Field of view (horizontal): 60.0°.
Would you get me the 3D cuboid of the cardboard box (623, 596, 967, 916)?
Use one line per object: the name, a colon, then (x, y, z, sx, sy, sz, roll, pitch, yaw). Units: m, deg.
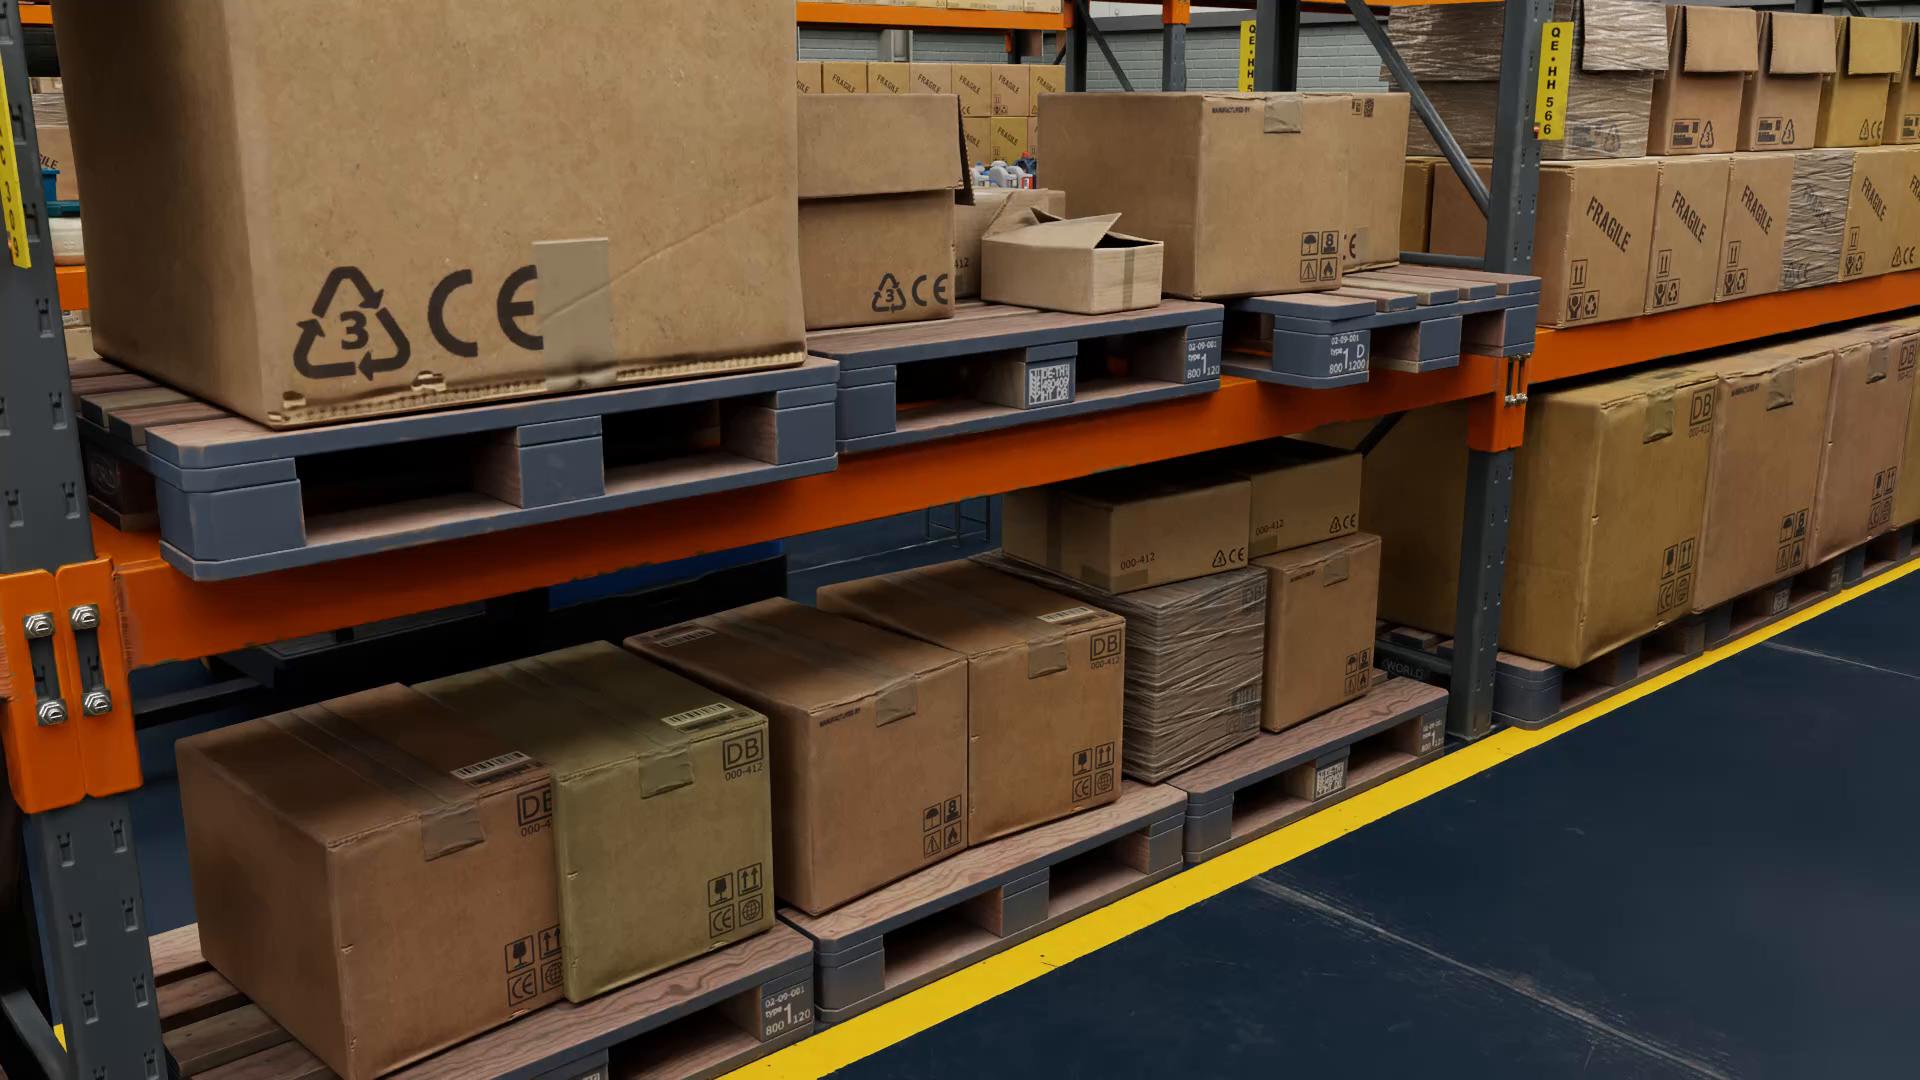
cardboard box: (-0.403, 0.497, 4.067, 0.700, 0.500, 0.500, 14, 20, 42)

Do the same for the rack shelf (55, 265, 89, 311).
rack shelf: (-3.417, -1.182, 7.755, 4.000, 0.370, 1.077, -13, 19, -39)

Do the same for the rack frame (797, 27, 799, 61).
rack frame: (-2.377, -5.152, 21.224, 0.127, 3.000, 1.000, -13, 19, -39)

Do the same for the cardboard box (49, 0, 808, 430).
cardboard box: (-0.983, -0.826, 3.054, 1.000, 1.000, 1.000, -12, 19, -39)

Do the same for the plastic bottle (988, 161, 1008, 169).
plastic bottle: (0.234, -2.419, 11.235, 0.135, 0.276, 0.152, -13, 19, -39)

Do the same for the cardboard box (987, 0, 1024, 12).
cardboard box: (0.279, -5.344, 16.422, 0.500, 0.250, 0.500, -13, 19, -39)

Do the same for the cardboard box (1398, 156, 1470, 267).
cardboard box: (1.553, -1.084, 5.801, 0.500, 0.500, 0.500, -12, 19, -38)

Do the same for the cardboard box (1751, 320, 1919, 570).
cardboard box: (3.217, -0.494, 7.090, 0.875, 0.875, 1.225, -14, 20, -41)

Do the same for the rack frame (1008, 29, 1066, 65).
rack frame: (0.878, -4.188, 17.616, 0.127, 3.000, 1.000, -13, 19, -39)

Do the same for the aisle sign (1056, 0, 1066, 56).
aisle sign: (1.131, -5.396, 17.101, 0.004, 0.787, 0.394, -13, 19, -39)

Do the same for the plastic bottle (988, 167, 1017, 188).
plastic bottle: (0.267, -2.186, 10.361, 0.135, 0.276, 0.152, -13, 19, -39)

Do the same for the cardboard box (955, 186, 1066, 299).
cardboard box: (-0.072, -0.795, 4.390, 0.500, 0.250, 0.500, -13, 20, -41)

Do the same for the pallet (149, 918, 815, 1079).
pallet: (-1.088, 0.989, 3.638, 1.213, 0.211, 1.003, -13, 19, -39)

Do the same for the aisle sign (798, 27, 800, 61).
aisle sign: (-2.125, -6.362, 20.716, 0.004, 0.787, 0.394, -13, 19, -39)

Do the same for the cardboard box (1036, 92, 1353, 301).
cardboard box: (0.606, -0.942, 4.455, 0.500, 0.500, 0.700, -9, 18, -31)

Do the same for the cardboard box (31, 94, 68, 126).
cardboard box: (-8.760, -3.976, 15.776, 0.700, 0.500, 0.500, 13, 20, 40)

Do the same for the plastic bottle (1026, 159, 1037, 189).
plastic bottle: (0.491, -2.271, 10.535, 0.185, 0.351, 0.144, -13, 19, -39)

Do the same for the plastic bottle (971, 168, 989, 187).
plastic bottle: (0.092, -2.146, 10.214, 0.135, 0.276, 0.152, -13, 19, -39)

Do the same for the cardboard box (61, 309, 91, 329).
cardboard box: (-6.161, -1.667, 11.607, 0.500, 0.311, 0.500, -13, 20, -40)

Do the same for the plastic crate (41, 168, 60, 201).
plastic crate: (-4.298, -1.430, 7.322, 0.575, 0.384, 0.392, -13, 19, -39)

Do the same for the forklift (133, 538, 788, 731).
forklift: (-2.076, -0.894, 5.419, 3.031, 2.935, 1.130, -14, 20, -42)

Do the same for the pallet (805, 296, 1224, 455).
pallet: (-0.123, -0.468, 4.060, 1.213, 0.211, 1.003, -13, 19, -39)

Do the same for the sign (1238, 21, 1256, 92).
sign: (0.976, -1.571, 5.573, 0.005, 0.325, 0.100, -13, 19, -39)

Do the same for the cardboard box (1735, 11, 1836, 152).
cardboard box: (2.900, -1.782, 6.471, 0.637, 0.503, 0.797, -12, 19, -38)

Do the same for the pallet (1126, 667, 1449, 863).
pallet: (0.753, 0.576, 5.186, 1.213, 0.211, 1.003, -13, 19, -39)

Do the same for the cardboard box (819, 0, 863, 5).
cardboard box: (-1.230, -5.005, 15.154, 0.500, 0.250, 0.500, -13, 19, -39)

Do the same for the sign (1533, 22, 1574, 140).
sign: (1.706, -1.321, 4.792, 0.005, 0.325, 0.100, -13, 19, -39)

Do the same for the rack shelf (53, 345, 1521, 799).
rack shelf: (-0.166, -0.217, 4.145, 4.000, 0.370, 1.077, -13, 19, -39)

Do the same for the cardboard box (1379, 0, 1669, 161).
cardboard box: (1.905, -1.557, 5.630, 0.637, 0.503, 0.797, -12, 19, -38)

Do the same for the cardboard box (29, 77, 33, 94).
cardboard box: (-8.885, -4.249, 15.542, 0.380, 0.149, 0.250, 12, 19, 38)

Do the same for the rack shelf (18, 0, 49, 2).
rack shelf: (-6.666, -3.596, 10.980, 4.000, 0.370, 1.077, -13, 19, -39)

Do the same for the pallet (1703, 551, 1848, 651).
pallet: (2.907, 0.119, 6.895, 1.213, 0.211, 1.003, -13, 19, -39)

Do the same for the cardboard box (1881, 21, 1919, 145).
cardboard box: (3.884, -2.004, 7.304, 0.637, 0.503, 0.797, -13, 20, -41)

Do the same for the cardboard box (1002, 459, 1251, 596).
cardboard box: (0.464, -0.060, 4.699, 0.500, 0.250, 0.500, -10, 18, -33)

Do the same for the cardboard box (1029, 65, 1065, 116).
cardboard box: (0.723, -4.590, 16.992, 0.500, 0.500, 0.500, -13, 20, -40)

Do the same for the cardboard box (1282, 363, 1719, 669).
cardboard box: (1.877, -0.193, 5.963, 0.875, 0.875, 1.225, -14, 20, -42)

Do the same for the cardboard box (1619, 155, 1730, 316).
cardboard box: (2.276, -1.069, 5.746, 0.500, 0.500, 0.500, -13, 20, -41)

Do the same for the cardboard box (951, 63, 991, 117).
cardboard box: (-0.046, -4.416, 16.339, 0.500, 0.500, 0.500, -12, 19, -38)

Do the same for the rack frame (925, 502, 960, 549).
rack frame: (-0.080, -0.562, 7.528, 0.006, 1.200, 0.240, -13, 19, -39)

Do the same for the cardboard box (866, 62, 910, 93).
cardboard box: (-0.822, -4.241, 15.685, 0.500, 0.500, 0.500, -13, 20, -41)

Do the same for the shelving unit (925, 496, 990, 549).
shelving unit: (-0.011, -0.577, 7.586, 0.189, 1.200, 0.258, -13, 19, -39)

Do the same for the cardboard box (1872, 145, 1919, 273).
cardboard box: (3.809, -1.415, 7.040, 0.500, 0.500, 0.500, -12, 19, -38)

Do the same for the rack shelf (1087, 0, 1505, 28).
rack shelf: (2.618, -3.986, 12.441, 4.000, 0.370, 1.077, -13, 19, -39)

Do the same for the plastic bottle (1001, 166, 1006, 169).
plastic bottle: (0.272, -2.227, 10.526, 0.097, 0.271, 0.097, 0, 15, 0)

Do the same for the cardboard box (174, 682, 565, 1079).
cardboard box: (-1.197, 0.669, 3.423, 0.700, 0.500, 0.500, 14, 21, 43)

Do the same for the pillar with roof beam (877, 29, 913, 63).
pillar with roof beam: (1.918, -7.838, 19.655, 0.400, 9.000, 9.100, -13, 19, -39)

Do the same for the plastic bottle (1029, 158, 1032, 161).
plastic bottle: (0.452, -2.487, 11.476, 0.133, 0.283, 0.061, -13, 19, -39)

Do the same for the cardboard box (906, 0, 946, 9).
cardboard box: (-0.477, -5.175, 15.790, 0.500, 0.250, 0.500, -13, 19, -39)

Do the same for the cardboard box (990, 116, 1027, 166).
cardboard box: (0.330, -4.019, 16.790, 0.500, 0.500, 0.500, -12, 19, -39)

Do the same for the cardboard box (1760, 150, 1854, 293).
cardboard box: (3.039, -1.241, 6.389, 0.500, 0.500, 0.500, -13, 19, -39)

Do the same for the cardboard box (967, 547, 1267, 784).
cardboard box: (0.441, 0.305, 4.786, 0.700, 0.500, 0.500, 14, 20, 42)

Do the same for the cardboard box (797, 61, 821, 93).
cardboard box: (-1.599, -4.067, 15.031, 0.500, 0.500, 0.500, -12, 19, -38)

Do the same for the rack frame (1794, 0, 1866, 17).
rack frame: (4.361, -1.581, 7.857, 0.127, 3.000, 1.000, -13, 19, -39)
